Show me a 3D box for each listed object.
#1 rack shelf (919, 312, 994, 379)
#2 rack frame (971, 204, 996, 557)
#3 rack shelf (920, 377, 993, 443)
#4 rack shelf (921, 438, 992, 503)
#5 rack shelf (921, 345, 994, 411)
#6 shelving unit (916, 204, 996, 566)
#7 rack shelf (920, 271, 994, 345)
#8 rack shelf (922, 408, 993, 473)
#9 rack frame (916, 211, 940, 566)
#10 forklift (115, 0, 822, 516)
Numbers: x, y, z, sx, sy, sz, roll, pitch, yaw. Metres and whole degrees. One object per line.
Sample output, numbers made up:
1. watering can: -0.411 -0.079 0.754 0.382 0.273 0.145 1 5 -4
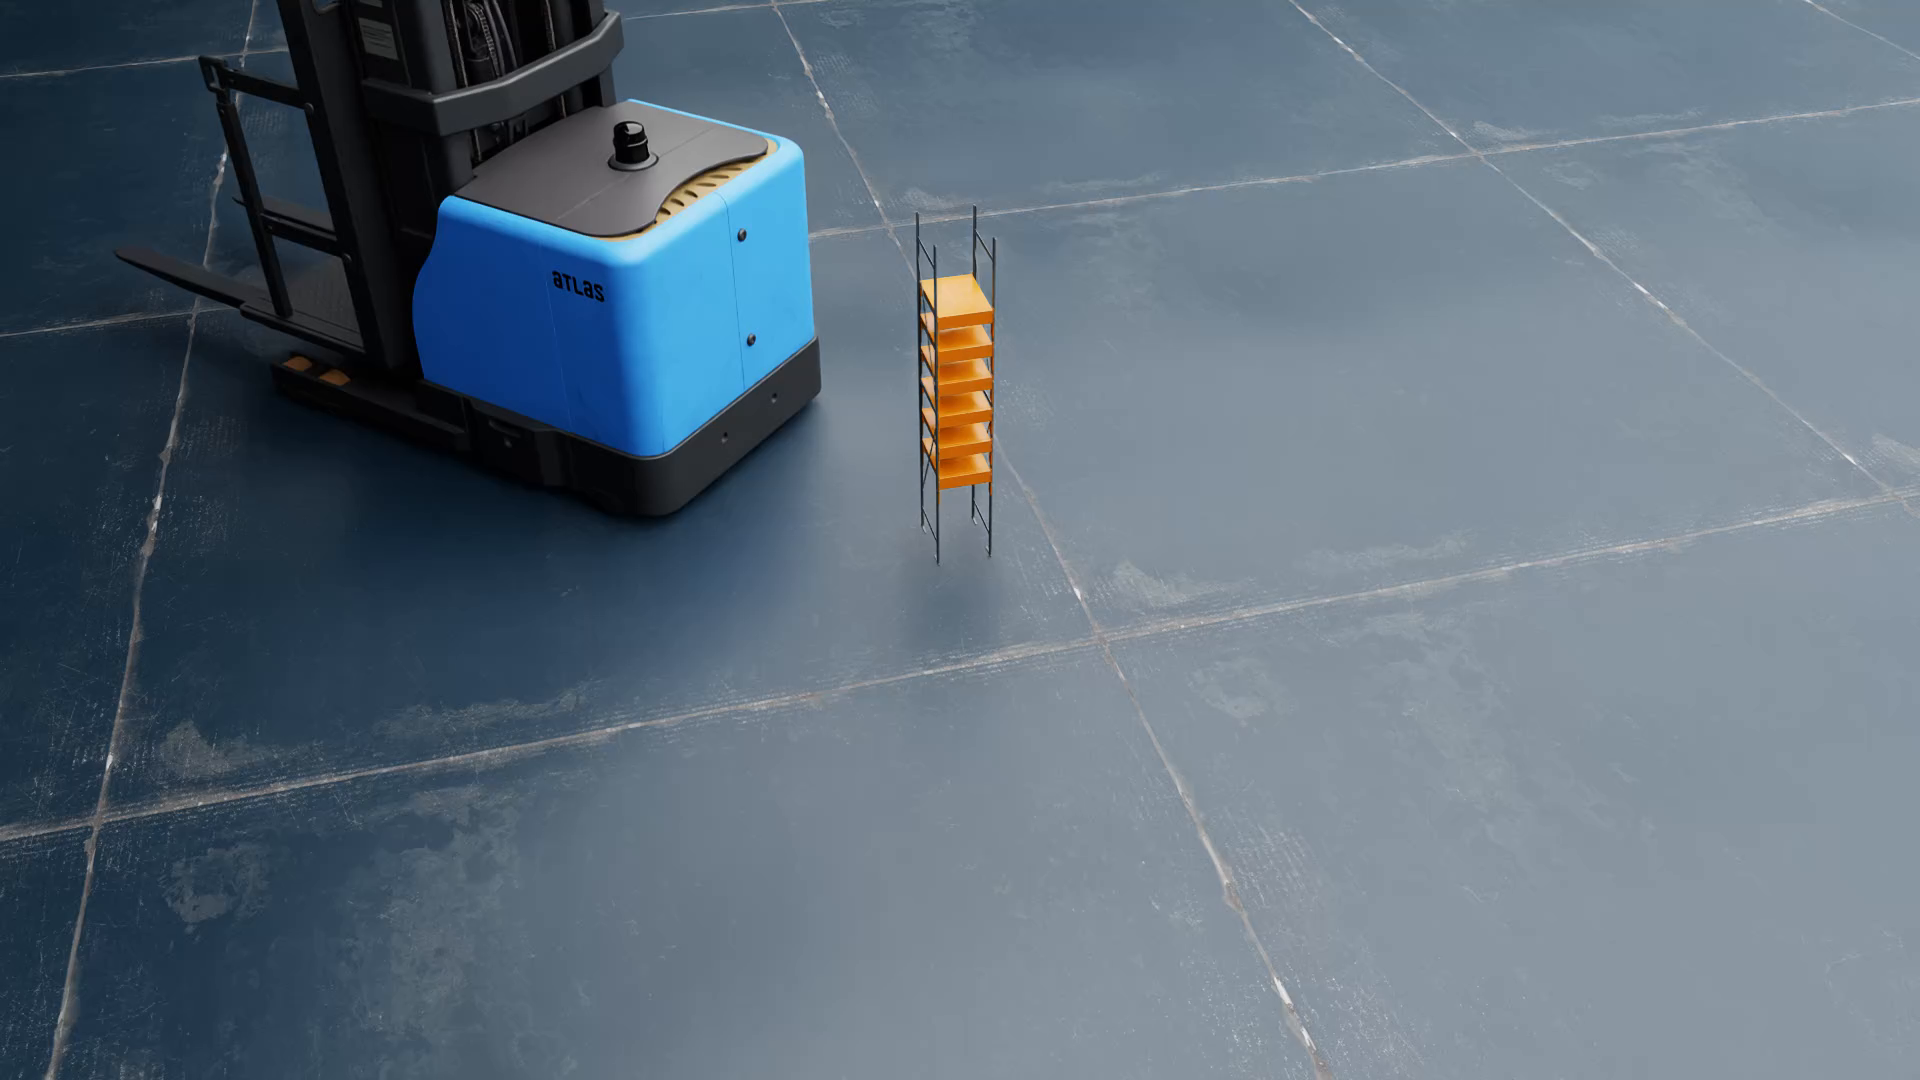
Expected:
1. rack shelf: -0.014 -0.630 5.264 0.180 0.103 0.258 -9 38 -12
2. rack frame: 0.074 -0.489 5.401 0.006 1.200 0.240 -9 38 -12
3. rack shelf: -0.014 -0.439 5.409 0.180 0.103 0.258 -9 38 -12
4. rack shelf: -0.014 -0.248 5.555 0.180 0.103 0.258 -9 38 -12
5. rack shelf: -0.014 -0.534 5.337 0.180 0.103 0.258 -9 38 -12
6. shelving unit: -0.014 -0.474 5.382 0.189 1.200 0.258 -9 38 -12
7. rack shelf: -0.014 -0.725 5.191 0.180 0.103 0.258 -9 38 -12
8. rack shelf: -0.014 -0.344 5.482 0.180 0.103 0.258 -9 38 -12
9. rack frame: -0.102 -0.460 5.364 0.006 1.200 0.240 -9 38 -12
10. forklift: -2.065 -1.904 5.826 3.031 2.935 1.130 20 42 24
